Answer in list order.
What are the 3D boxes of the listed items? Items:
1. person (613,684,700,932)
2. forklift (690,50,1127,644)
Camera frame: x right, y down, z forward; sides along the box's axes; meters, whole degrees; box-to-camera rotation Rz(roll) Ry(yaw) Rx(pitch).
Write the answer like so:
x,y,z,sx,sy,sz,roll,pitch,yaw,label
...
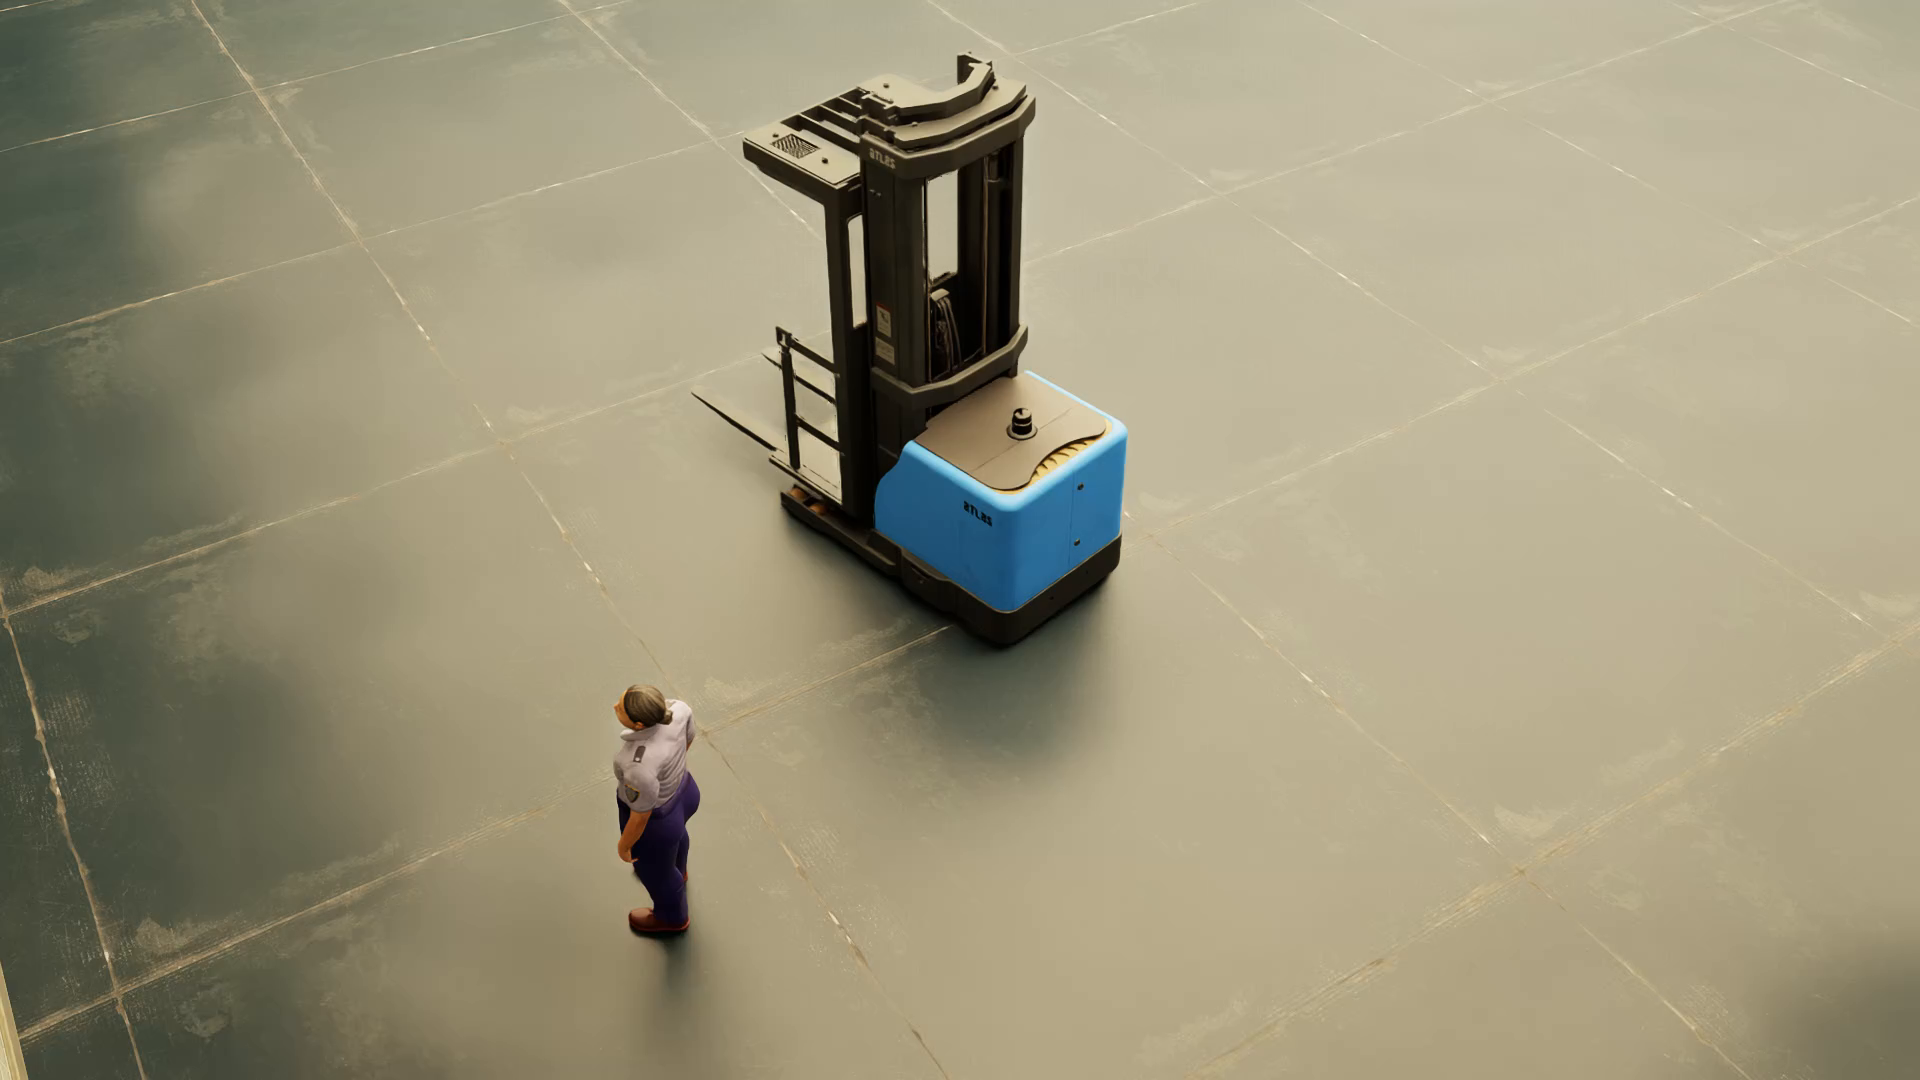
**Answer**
x,y,z,sx,sy,sz,roll,pitch,yaw,label
-1.441,1.179,7.487,0.504,1.650,0.593,11,42,12,person
-0.459,-1.383,9.454,3.031,2.935,1.130,33,51,32,forklift
